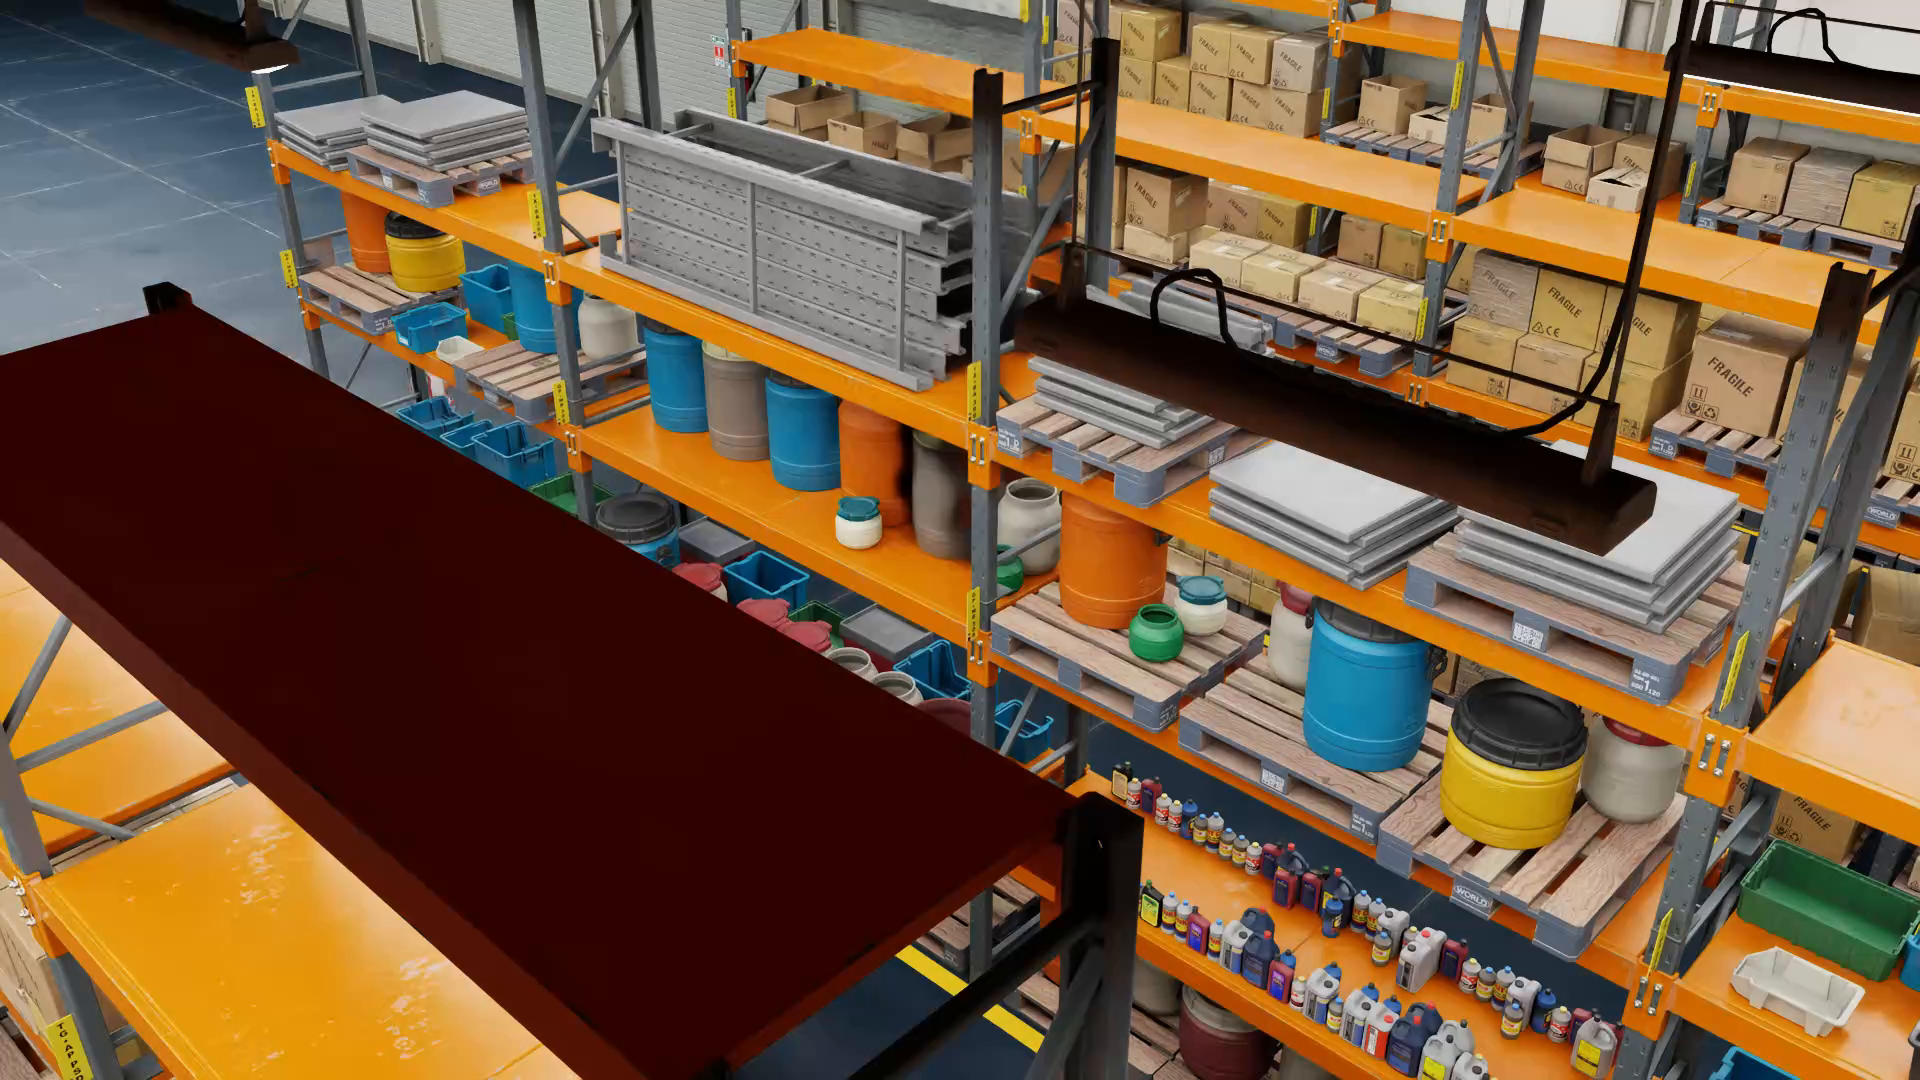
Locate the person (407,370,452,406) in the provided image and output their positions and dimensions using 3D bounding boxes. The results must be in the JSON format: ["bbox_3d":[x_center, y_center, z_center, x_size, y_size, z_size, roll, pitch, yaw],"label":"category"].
[{"bbox_3d":[-5.251,-1.258,16.711,0.748,1.751,0.697,7,30,12],"label":"person"}]
